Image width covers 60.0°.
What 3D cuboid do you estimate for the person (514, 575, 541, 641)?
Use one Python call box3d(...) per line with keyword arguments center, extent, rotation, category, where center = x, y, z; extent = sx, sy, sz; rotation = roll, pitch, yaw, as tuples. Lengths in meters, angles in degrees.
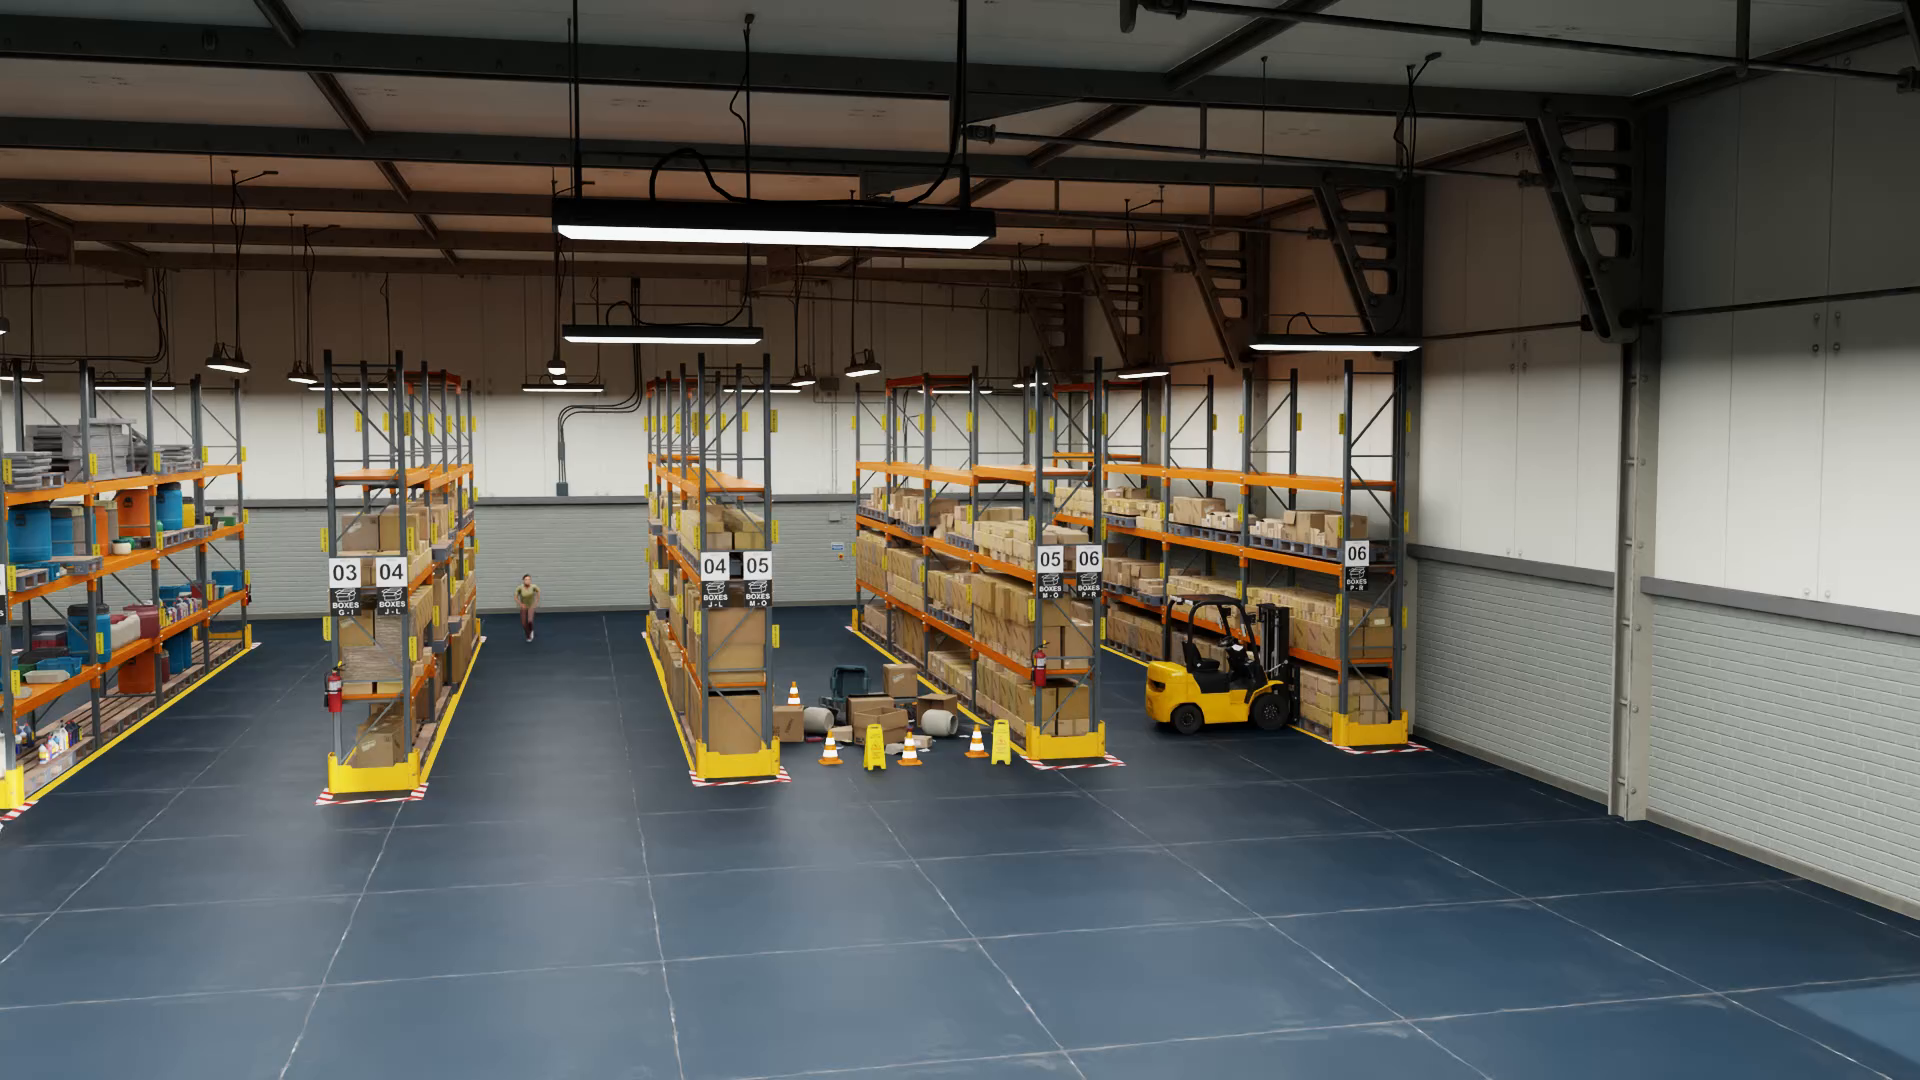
box3d(center=(-9.925, 1.563, 38.171), extent=(0.562, 1.576, 0.691), rotation=(0, 4, -5), category="person")
